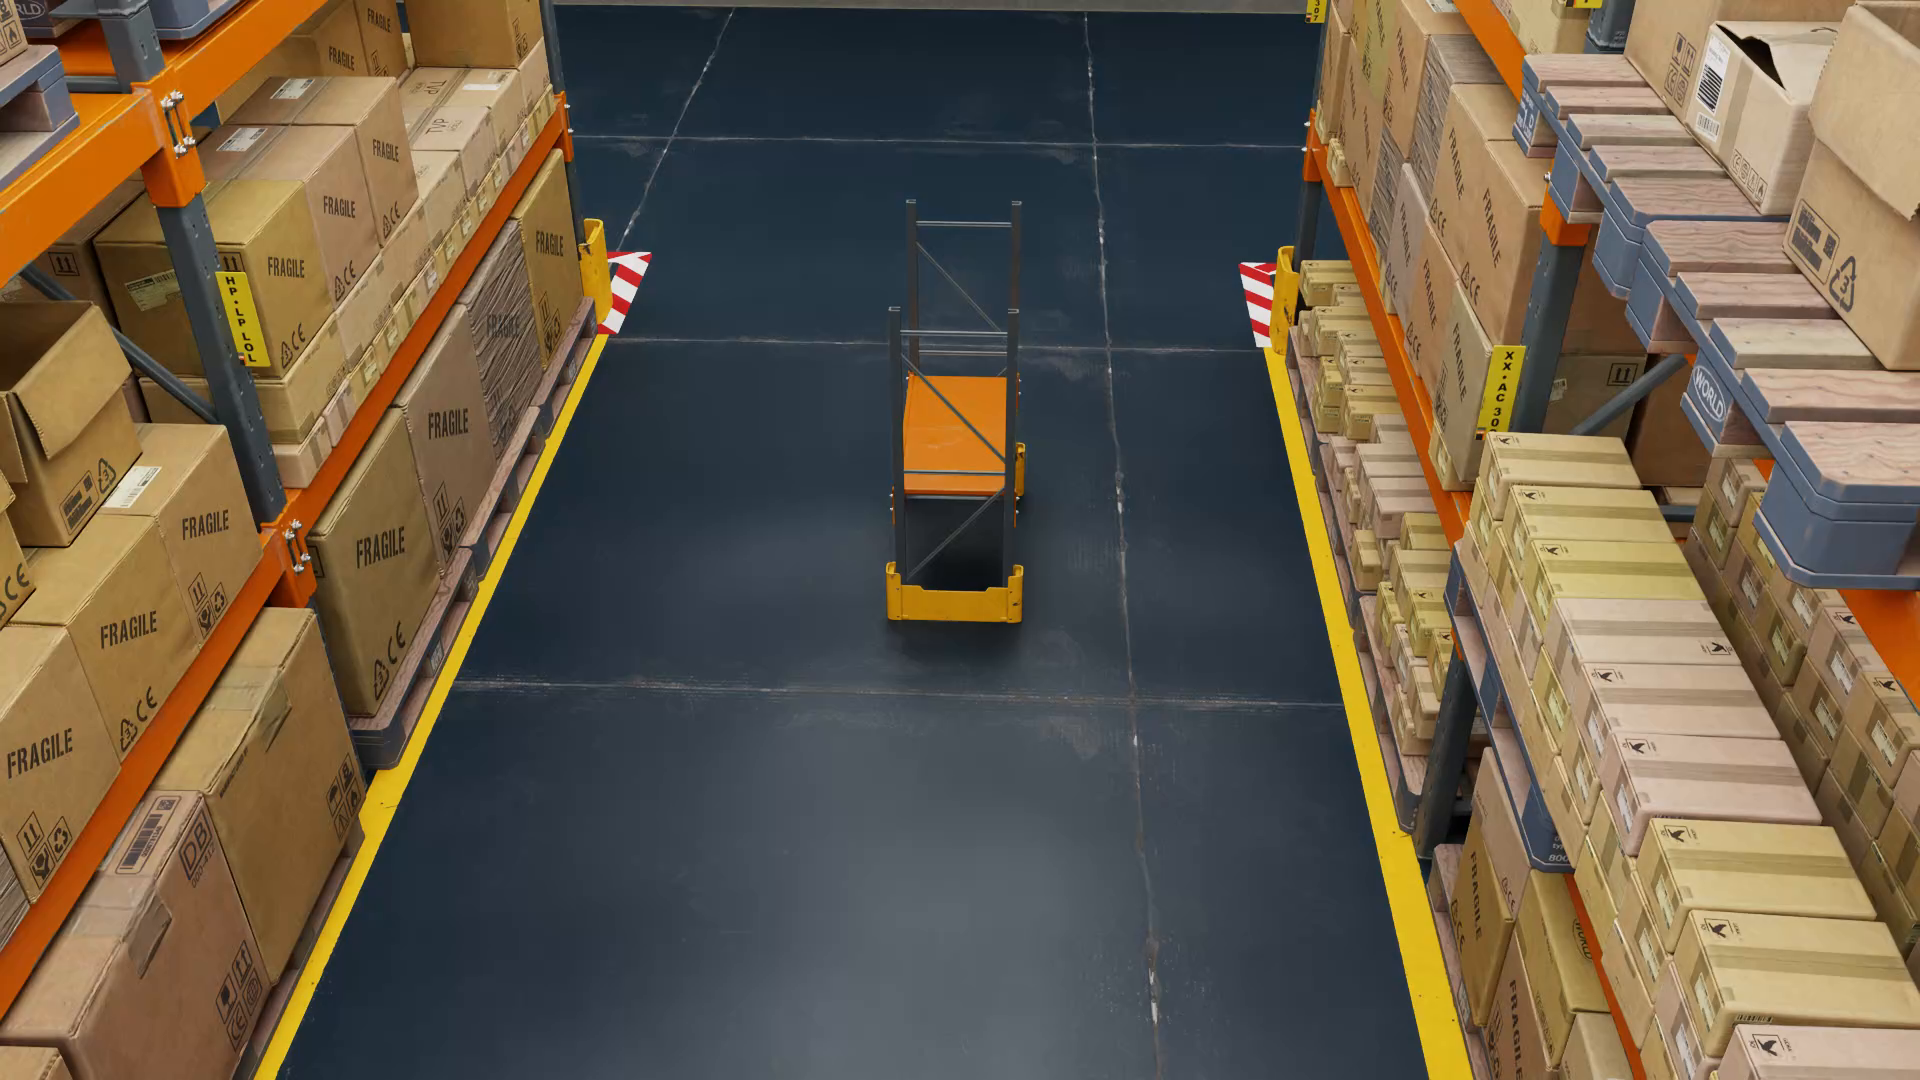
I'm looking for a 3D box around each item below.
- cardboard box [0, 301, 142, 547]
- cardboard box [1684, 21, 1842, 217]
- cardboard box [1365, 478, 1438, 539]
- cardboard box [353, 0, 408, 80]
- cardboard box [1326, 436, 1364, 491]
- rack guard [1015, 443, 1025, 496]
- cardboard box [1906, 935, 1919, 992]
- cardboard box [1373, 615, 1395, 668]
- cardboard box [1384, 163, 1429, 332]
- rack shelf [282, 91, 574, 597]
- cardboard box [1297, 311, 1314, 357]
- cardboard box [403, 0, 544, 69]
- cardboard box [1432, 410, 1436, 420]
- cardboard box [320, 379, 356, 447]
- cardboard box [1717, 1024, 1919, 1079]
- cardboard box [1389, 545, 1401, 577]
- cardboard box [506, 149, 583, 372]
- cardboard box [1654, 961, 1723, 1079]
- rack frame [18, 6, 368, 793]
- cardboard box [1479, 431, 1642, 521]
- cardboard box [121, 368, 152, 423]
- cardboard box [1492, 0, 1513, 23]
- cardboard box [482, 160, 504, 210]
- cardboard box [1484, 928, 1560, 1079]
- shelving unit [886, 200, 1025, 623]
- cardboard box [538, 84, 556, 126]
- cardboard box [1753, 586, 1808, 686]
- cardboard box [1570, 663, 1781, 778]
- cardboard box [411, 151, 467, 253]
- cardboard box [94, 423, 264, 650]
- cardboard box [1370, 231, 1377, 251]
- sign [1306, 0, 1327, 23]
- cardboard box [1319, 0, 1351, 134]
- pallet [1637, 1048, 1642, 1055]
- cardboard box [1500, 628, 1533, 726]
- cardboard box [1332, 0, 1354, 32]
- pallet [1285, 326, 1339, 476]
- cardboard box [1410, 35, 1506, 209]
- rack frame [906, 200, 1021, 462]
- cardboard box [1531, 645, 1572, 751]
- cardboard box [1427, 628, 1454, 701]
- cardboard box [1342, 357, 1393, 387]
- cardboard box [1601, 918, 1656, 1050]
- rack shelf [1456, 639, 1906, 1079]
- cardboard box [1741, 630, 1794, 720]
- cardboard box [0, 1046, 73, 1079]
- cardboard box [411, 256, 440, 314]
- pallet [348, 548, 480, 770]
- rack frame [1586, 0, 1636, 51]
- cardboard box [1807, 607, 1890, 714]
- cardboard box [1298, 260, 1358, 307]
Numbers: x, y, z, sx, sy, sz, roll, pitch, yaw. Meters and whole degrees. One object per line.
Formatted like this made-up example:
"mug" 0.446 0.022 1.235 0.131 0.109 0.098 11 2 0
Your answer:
"cardboard box" -2.795 -0.335 4.658 0.797 0.503 0.637 0 35 1
"cardboard box" 1.929 -0.940 3.582 0.500 0.311 0.500 1 35 1
"cardboard box" 1.909 -0.133 6.928 0.380 0.149 0.250 0 35 0
"cardboard box" -2.926 -2.359 7.718 0.500 0.500 0.500 1 35 1
"cardboard box" 1.930 -0.359 7.766 0.380 0.149 0.250 0 35 0
"rack guard" 0.017 -0.345 8.023 0.587 0.250 0.087 1 35 2
"cardboard box" 2.296 0.987 3.590 0.380 0.149 0.250 0 35 0
"cardboard box" 1.890 0.383 6.711 0.380 0.149 0.250 0 35 0
"cardboard box" 1.955 -1.109 6.374 0.500 0.500 0.500 1 35 2
"rack shelf" -2.697 -1.105 7.340 1.077 0.370 4.000 1 35 2
"cardboard box" 1.994 -1.088 8.804 0.380 0.149 0.250 2 35 3
"cardboard box" -2.374 -2.630 8.103 0.500 0.500 0.500 2 35 2
"cardboard box" 1.924 -0.448 5.997 0.380 0.149 0.250 3 35 4
"cardboard box" -2.423 -0.461 6.016 0.380 0.149 0.250 0 35 0
"cardboard box" 1.621 1.029 3.013 0.380 0.149 0.250 1 35 2
"cardboard box" 1.969 0.155 6.777 0.380 0.149 0.250 2 35 2
"cardboard box" -2.563 -1.482 8.732 0.875 0.875 0.875 1 35 2
"cardboard box" 1.628 0.994 3.322 0.380 0.149 0.250 2 35 3
"rack frame" -2.778 -0.251 5.498 1.000 3.000 0.127 1 35 2
"cardboard box" 1.699 -0.175 4.726 0.380 0.149 0.250 3 35 4
"cardboard box" -3.022 -0.571 5.825 0.500 0.250 0.500 1 35 1
"cardboard box" 1.956 -1.819 5.251 0.500 0.250 0.500 1 35 2
"cardboard box" -2.342 -1.647 7.703 0.380 0.149 0.250 1 35 1
"cardboard box" 1.860 1.495 4.822 0.500 0.500 0.500 3 35 4
"shelving unit" -0.003 -0.570 7.256 0.587 1.500 1.083 1 35 2
"cardboard box" -2.302 -2.234 8.538 0.380 0.149 0.250 2 35 3
"cardboard box" 2.333 0.258 4.368 0.380 0.149 0.250 3 35 4
"cardboard box" 1.659 0.423 3.875 0.380 0.149 0.250 1 35 1
"cardboard box" -2.429 -1.441 7.064 0.500 0.250 0.500 1 35 2
"cardboard box" -2.524 -0.017 5.078 0.500 0.500 0.500 1 35 2
"cardboard box" 2.014 -1.346 7.275 0.380 0.149 0.250 1 35 1
"sign" 1.793 -2.743 8.291 0.100 0.325 0.005 1 35 2
"cardboard box" 2.041 -2.287 8.050 0.500 0.500 0.500 3 35 4
"pallet" 2.052 1.160 3.657 1.003 0.211 1.213 1 35 2
"cardboard box" 1.680 0.372 4.466 0.380 0.149 0.250 2 35 2
"cardboard box" 2.052 -2.696 7.762 0.500 0.500 0.500 1 35 2
"pallet" 2.264 -0.726 8.599 1.003 0.211 1.213 1 35 2
"cardboard box" 1.973 -1.517 6.085 0.500 0.500 0.500 2 35 3
"rack frame" 0.017 -0.857 7.665 0.500 1.500 0.032 1 35 2
"cardboard box" 1.671 0.394 4.176 0.380 0.149 0.250 0 35 0
"cardboard box" 1.928 0.463 6.080 0.380 0.149 0.250 2 35 3
"cardboard box" 1.998 -0.725 7.770 0.380 0.149 0.250 3 35 4
"cardboard box" 1.638 0.964 3.623 0.380 0.149 0.250 0 35 0
"rack shelf" 2.094 1.365 3.824 1.077 0.370 4.000 1 35 2
"cardboard box" 2.334 0.378 4.457 0.380 0.149 0.250 1 35 2
"cardboard box" -2.846 1.837 4.010 1.225 0.875 0.875 1 35 2
"cardboard box" -2.382 -1.055 6.861 0.380 0.149 0.250 2 35 2
"pallet" -2.669 0.455 6.919 1.003 0.211 1.213 1 35 2
"rack frame" 2.174 -2.533 3.527 1.000 3.000 0.127 1 35 2
"cardboard box" 2.321 0.298 4.053 0.380 0.149 0.250 1 35 2
"cardboard box" 1.974 -1.332 8.633 0.380 0.149 0.250 0 35 0
